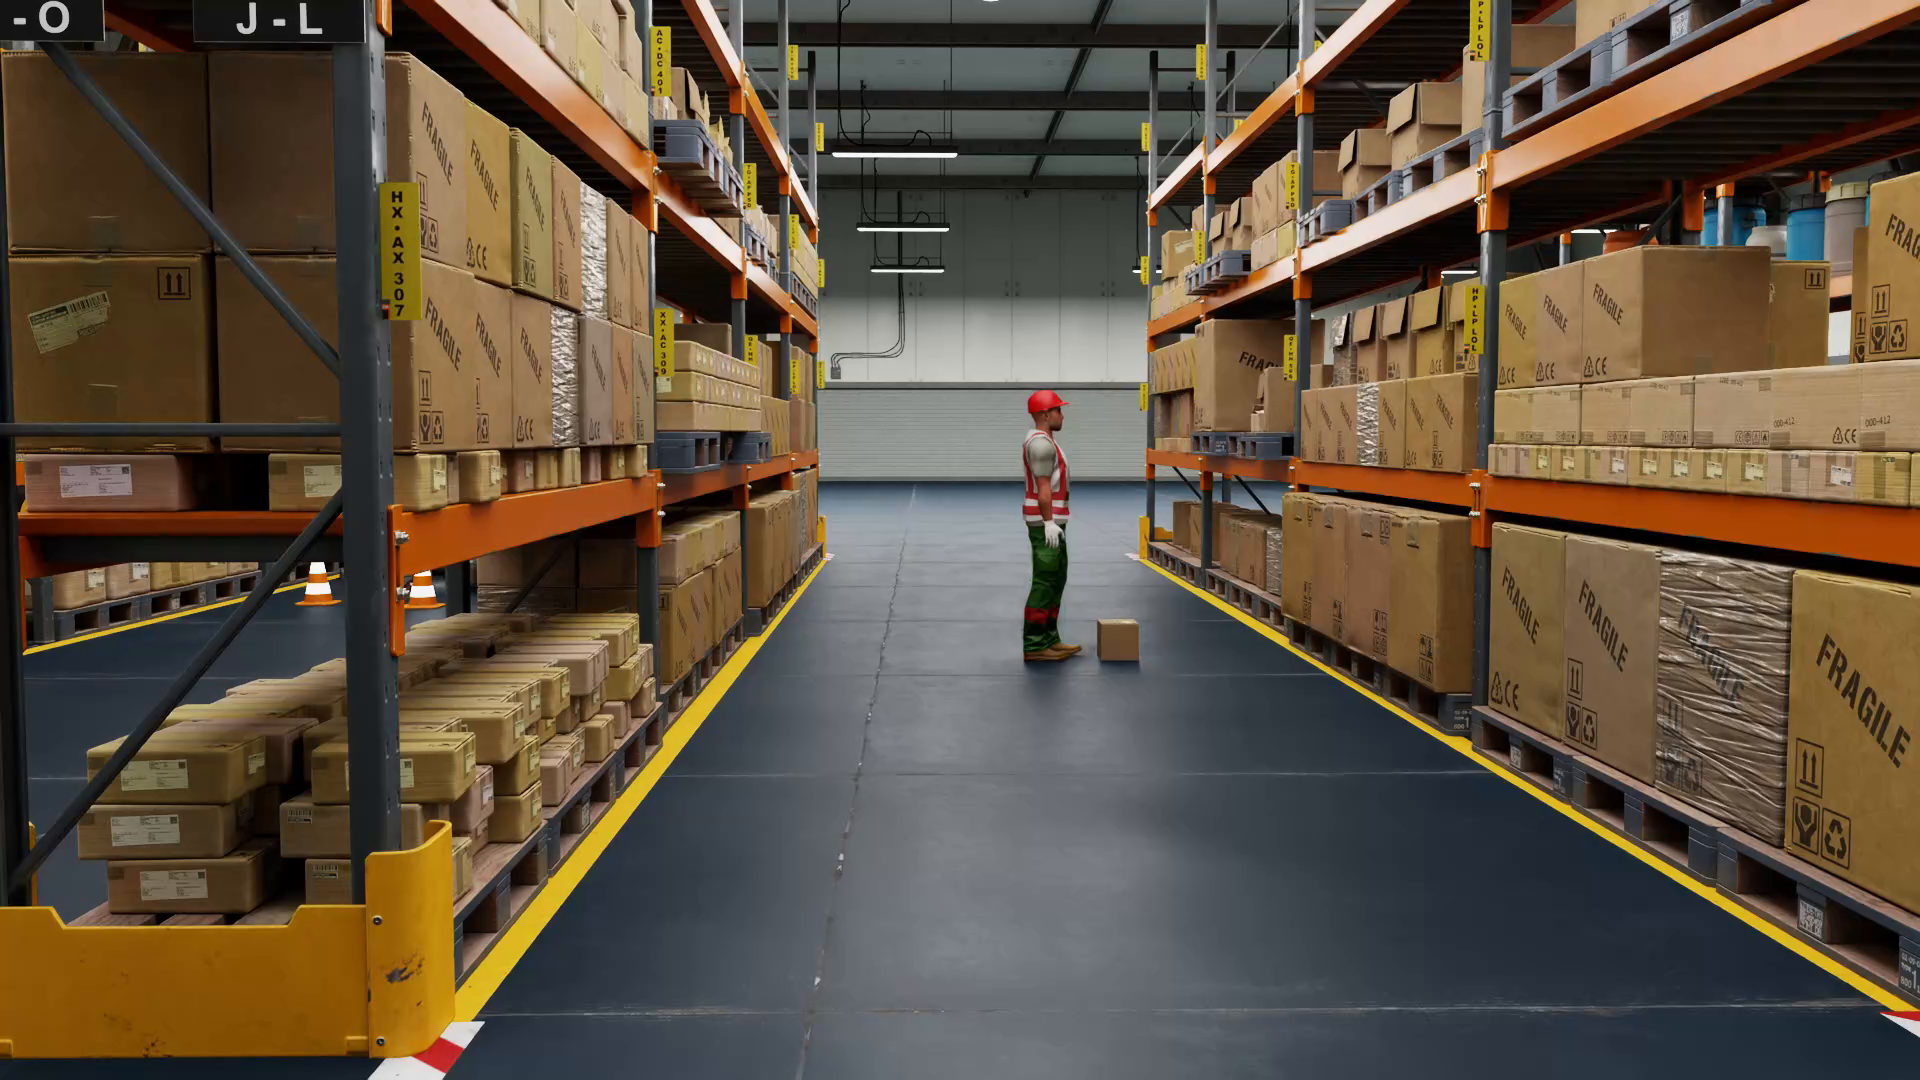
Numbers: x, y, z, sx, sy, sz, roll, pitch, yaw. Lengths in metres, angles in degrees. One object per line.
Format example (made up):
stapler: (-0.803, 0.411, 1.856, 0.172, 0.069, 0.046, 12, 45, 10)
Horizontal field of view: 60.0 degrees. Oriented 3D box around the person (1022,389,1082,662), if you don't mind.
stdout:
person: (0.619, -0.100, 11.041, 0.414, 1.793, 0.525, 0, 4, 0)
